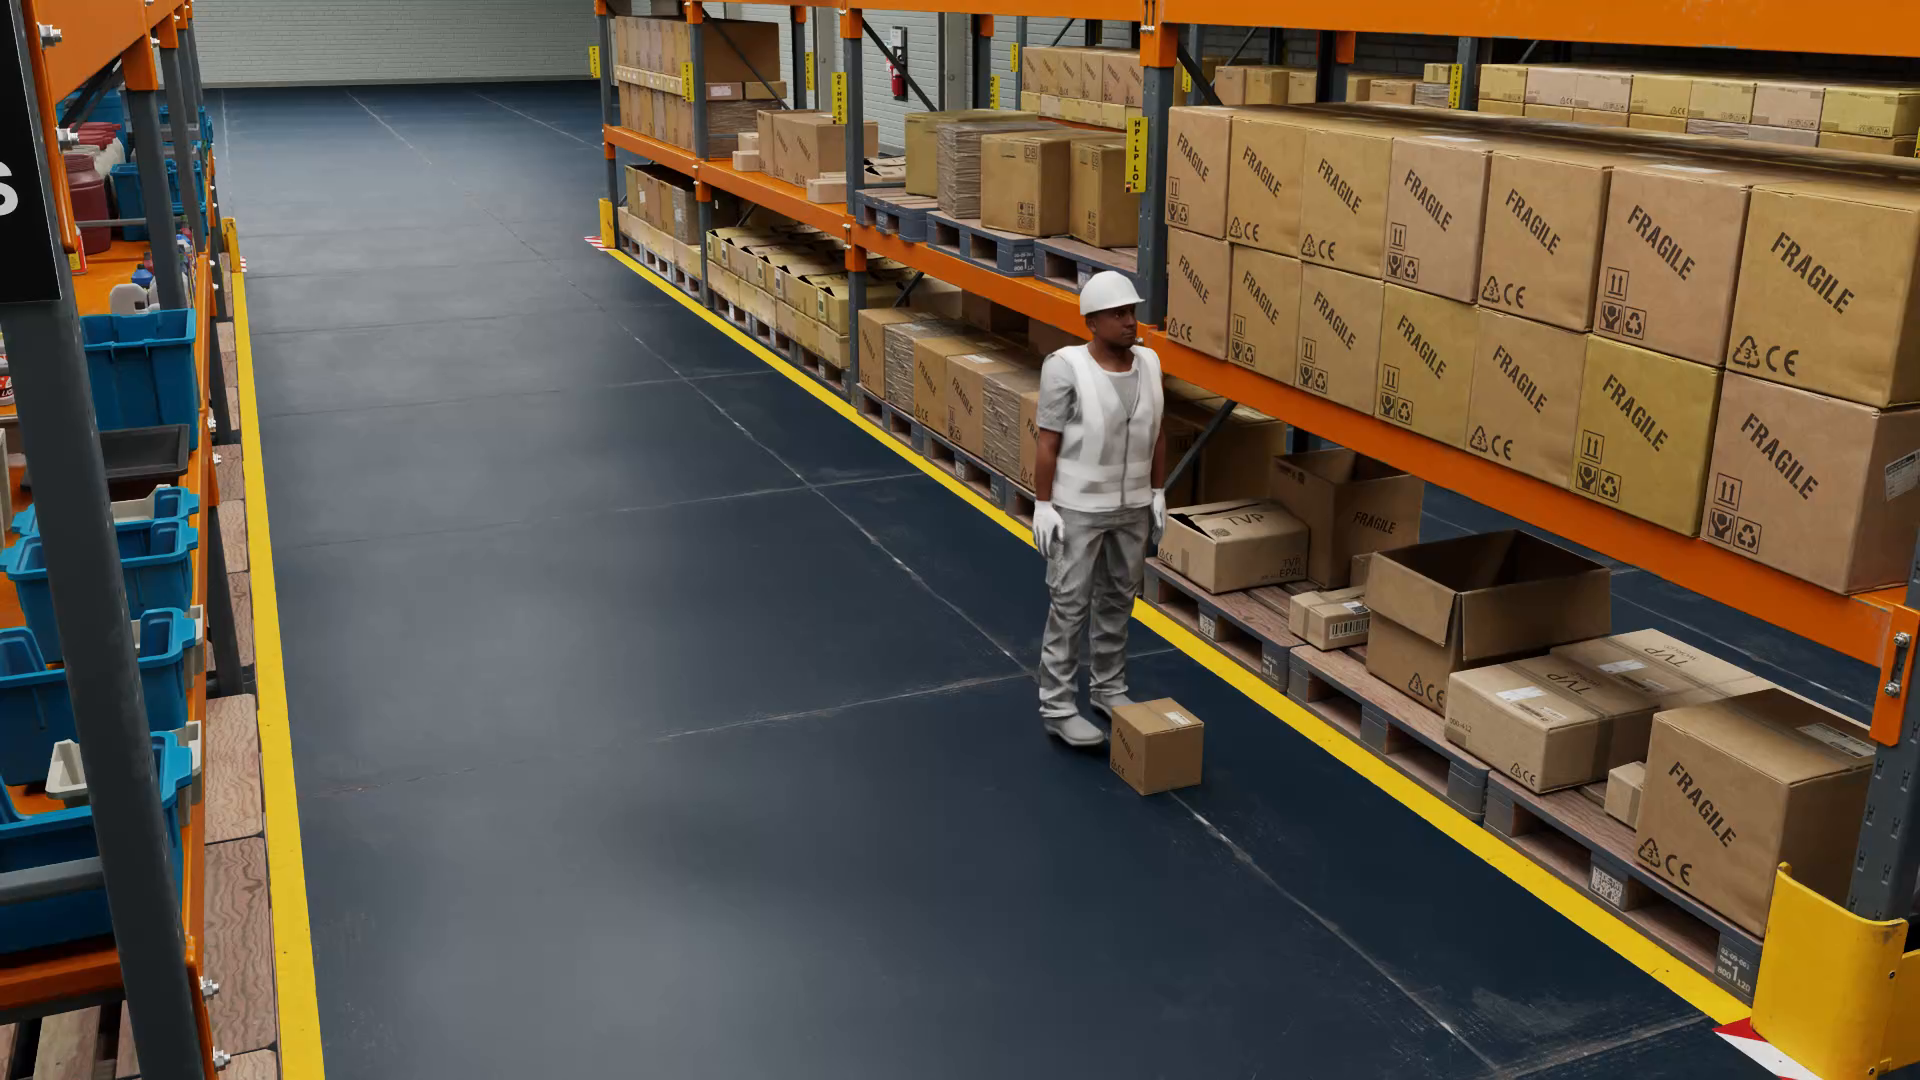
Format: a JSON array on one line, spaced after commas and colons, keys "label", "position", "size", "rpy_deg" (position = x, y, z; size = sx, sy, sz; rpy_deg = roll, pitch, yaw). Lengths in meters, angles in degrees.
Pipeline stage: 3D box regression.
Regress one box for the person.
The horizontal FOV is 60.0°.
[{"label": "person", "position": [0.566, -0.120, 6.307], "size": [0.586, 1.789, 0.456], "rpy_deg": [-10, 21, -28]}]
